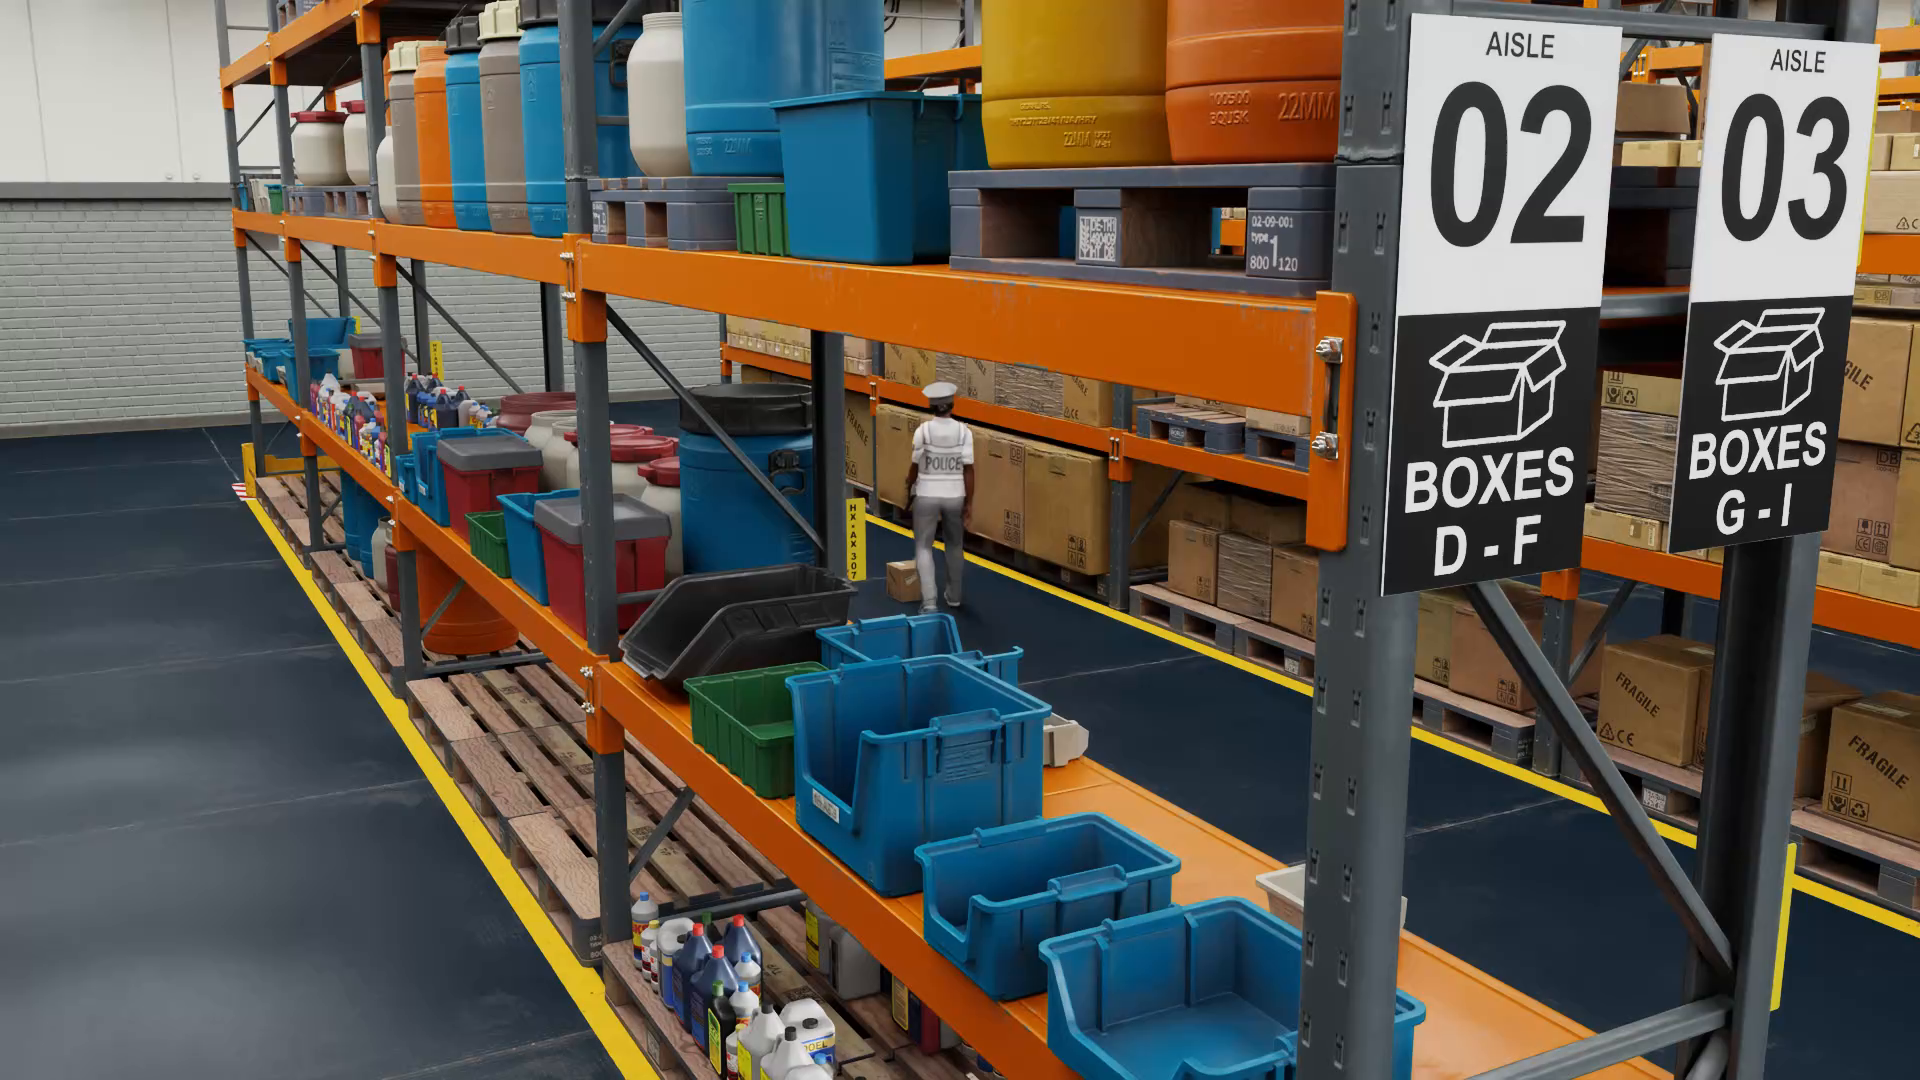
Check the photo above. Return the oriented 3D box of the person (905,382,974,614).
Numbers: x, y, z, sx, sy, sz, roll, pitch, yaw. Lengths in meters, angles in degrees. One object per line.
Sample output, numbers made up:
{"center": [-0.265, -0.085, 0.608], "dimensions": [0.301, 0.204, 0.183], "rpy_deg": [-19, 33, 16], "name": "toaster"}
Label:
{"center": [-0.149, -0.295, 11.806], "dimensions": [0.463, 1.645, 0.787], "rpy_deg": [-3, 12, -13], "name": "person"}
